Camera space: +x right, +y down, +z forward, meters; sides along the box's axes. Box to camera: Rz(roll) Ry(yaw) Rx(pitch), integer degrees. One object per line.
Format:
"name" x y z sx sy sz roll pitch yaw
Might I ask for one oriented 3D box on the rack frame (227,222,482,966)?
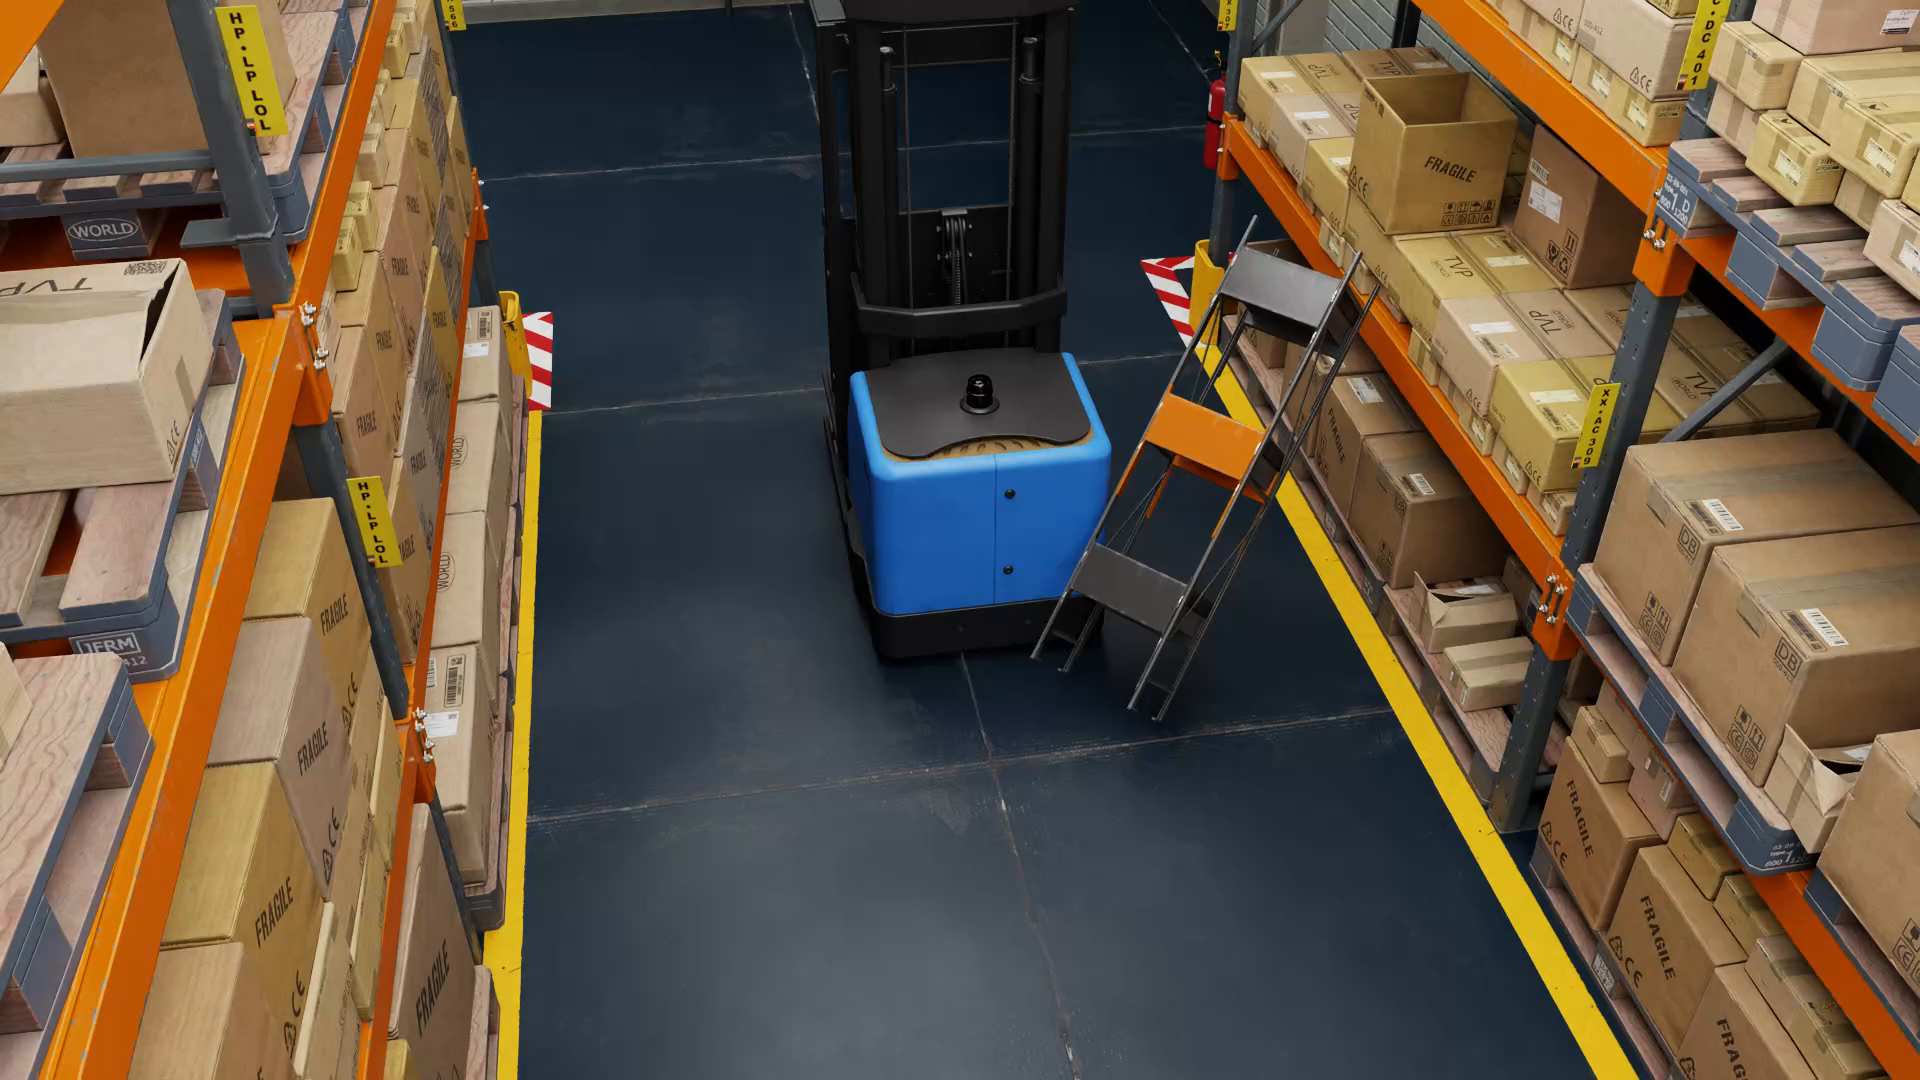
"rack frame" -2.256 0.441 5.138 1.000 3.000 0.127 -6 38 -8

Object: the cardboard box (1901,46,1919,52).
"cardboard box" 2.798 -1.335 4.517 0.380 0.149 0.250 -7 38 -9

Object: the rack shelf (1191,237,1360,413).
"rack shelf" 1.363 -0.908 7.084 0.480 0.431 0.518 26 89 29

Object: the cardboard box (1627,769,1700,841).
"cardboard box" 2.556 0.874 5.746 0.380 0.149 0.250 -7 38 -9

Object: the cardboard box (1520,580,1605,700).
"cardboard box" 2.747 0.376 7.070 0.500 0.311 0.500 -5 38 -6

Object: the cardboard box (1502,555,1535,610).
"cardboard box" 2.671 0.178 7.457 0.380 0.149 0.250 -7 38 -9

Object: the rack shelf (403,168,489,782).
"rack shelf" -2.606 -0.483 6.913 1.077 0.370 4.000 -6 38 -8

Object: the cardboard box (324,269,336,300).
"cardboard box" -2.203 -0.771 5.273 0.380 0.149 0.250 -7 38 -9

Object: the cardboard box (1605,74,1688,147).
"cardboard box" 2.277 -1.366 5.223 0.380 0.149 0.250 -6 38 -8

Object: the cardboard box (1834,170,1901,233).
"cardboard box" 2.444 -0.860 4.148 0.380 0.149 0.250 -6 38 -8

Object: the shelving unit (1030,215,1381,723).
"shelving unit" 1.052 -0.297 7.069 0.503 0.431 2.100 26 89 29

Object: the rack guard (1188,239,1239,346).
"rack guard" 1.943 -1.478 9.645 1.175 0.500 0.348 -6 38 -8

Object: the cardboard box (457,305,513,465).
"cardboard box" -2.743 -0.741 8.405 0.875 0.438 0.875 -7 38 -9

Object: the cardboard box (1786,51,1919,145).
"cardboard box" 2.368 -1.123 4.243 0.380 0.149 0.250 -6 38 -7

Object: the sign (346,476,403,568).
"sign" -1.723 -0.049 4.889 0.100 0.325 0.005 -6 38 -8

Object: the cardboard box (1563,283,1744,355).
"cardboard box" 2.715 -0.784 6.594 0.500 0.250 0.500 -7 38 -8

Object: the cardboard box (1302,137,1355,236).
"cardboard box" 1.924 -1.656 7.717 0.500 0.250 0.500 -7 38 -9

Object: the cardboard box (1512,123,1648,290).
"cardboard box" 2.631 -1.378 6.747 0.500 0.500 0.500 -7 38 -9

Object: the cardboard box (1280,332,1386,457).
"cardboard box" 2.055 -0.790 8.417 0.700 0.500 0.500 -5 38 -6

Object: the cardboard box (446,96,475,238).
"cardboard box" -2.612 -1.752 7.878 0.500 0.500 0.500 -6 38 -8

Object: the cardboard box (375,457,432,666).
"cardboard box" -2.080 0.090 5.508 0.500 0.500 0.500 -5 38 -6

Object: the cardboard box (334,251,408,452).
"cardboard box" -2.183 -0.613 5.598 0.500 0.500 0.500 -7 38 -9

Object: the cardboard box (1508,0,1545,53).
"cardboard box" 2.160 -1.826 5.816 0.380 0.149 0.250 -6 38 -8

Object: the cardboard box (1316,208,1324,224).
"cardboard box" 1.923 -1.561 7.920 0.380 0.149 0.250 -6 38 -7

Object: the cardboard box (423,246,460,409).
"cardboard box" -2.335 -0.827 6.688 0.500 0.500 0.500 -5 38 -7

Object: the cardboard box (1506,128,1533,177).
"cardboard box" 2.443 -1.709 7.785 0.500 0.250 0.500 -5 38 -7

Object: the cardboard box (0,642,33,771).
"cardboard box" -1.776 0.309 2.711 0.380 0.166 0.250 -3 38 -4

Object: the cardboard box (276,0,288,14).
"cardboard box" -2.524 -1.801 5.070 0.797 0.503 0.637 -3 38 -4

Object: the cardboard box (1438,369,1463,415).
"cardboard box" 2.170 -0.632 6.724 0.380 0.149 0.250 -5 38 -7

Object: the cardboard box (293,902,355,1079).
"cardboard box" -1.747 1.156 3.932 0.500 0.250 0.500 -5 38 -7

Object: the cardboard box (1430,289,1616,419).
"cardboard box" 2.199 -0.736 6.532 0.500 0.250 0.500 -6 38 -8

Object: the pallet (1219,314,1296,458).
"pallet" 2.083 -0.883 9.114 1.003 0.211 1.213 -6 38 -8

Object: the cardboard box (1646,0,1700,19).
"cardboard box" 2.305 -1.815 5.068 0.500 0.250 0.500 -6 38 -8

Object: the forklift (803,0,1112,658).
"forklift" -0.108 -1.538 7.741 1.130 2.935 3.031 -6 38 -8

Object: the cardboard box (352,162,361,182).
"cardboard box" -2.329 -1.234 5.869 0.380 0.149 0.250 -6 38 -8

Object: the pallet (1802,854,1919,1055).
"pallet" 2.986 1.222 4.288 1.003 0.211 1.213 -6 38 -8

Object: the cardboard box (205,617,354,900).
"cardboard box" -1.832 0.561 4.086 0.500 0.500 0.500 -6 38 -7

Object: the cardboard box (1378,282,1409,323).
"cardboard box" 2.073 -1.096 7.320 0.380 0.149 0.250 -6 38 -8

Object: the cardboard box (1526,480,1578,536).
"cardboard box" 2.326 -0.162 6.118 0.380 0.149 0.250 -6 38 -7

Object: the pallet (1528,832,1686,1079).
"pallet" 2.810 1.493 6.056 1.003 0.211 1.213 -6 38 -8

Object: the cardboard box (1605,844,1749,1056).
"cardboard box" 2.597 1.363 5.646 0.500 0.500 0.500 -7 38 -9

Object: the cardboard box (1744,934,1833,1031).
"cardboard box" 2.681 1.347 5.138 0.380 0.149 0.250 -6 38 -8

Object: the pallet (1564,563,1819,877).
"pallet" 2.663 0.475 5.250 1.003 0.211 1.213 -6 38 -8

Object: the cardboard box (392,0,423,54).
"cardboard box" -2.500 -2.173 7.077 0.380 0.149 0.250 -7 38 -8

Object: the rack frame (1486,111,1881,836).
"rack frame" 2.631 -0.095 5.828 1.000 3.000 0.127 -6 38 -8

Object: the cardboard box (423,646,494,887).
"cardboard box" -2.260 0.896 6.298 0.875 0.438 0.875 -7 38 -9

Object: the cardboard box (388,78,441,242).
"cardboard box" -2.434 -1.532 6.781 0.500 0.500 0.500 -6 38 -8

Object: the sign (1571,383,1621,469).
"sign" 2.098 -0.374 5.481 0.100 0.325 0.005 -6 38 -8

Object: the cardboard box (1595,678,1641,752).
"cardboard box" 2.491 0.591 5.868 0.380 0.149 0.250 -7 38 -9

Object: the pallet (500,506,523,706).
"pallet" -2.529 0.336 7.546 1.003 0.211 1.213 -6 38 -8

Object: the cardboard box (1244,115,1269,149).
"cardboard box" 1.717 -2.184 8.721 0.380 0.149 0.250 -7 38 -8

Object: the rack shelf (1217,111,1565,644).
"rack shelf" 2.280 -1.019 7.603 1.077 0.370 4.000 -6 38 -8

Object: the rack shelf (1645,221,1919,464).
"rack shelf" 2.981 0.212 3.573 1.077 0.370 4.000 -6 38 -8

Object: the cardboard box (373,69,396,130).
"cardboard box" -2.419 -1.706 6.475 0.380 0.149 0.250 -5 38 -7

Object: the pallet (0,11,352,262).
"pallet" -2.389 -1.204 4.882 1.003 0.211 1.213 -6 38 -8

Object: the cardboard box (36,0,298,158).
"cardboard box" -2.152 -1.367 4.514 0.500 0.500 0.500 -6 38 -7

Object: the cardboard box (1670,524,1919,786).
"cardboard box" 2.586 0.328 4.859 0.700 0.500 0.500 -6 38 -7

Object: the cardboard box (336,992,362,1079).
"cardboard box" -1.771 1.358 4.079 0.500 0.250 0.500 -7 38 -9
